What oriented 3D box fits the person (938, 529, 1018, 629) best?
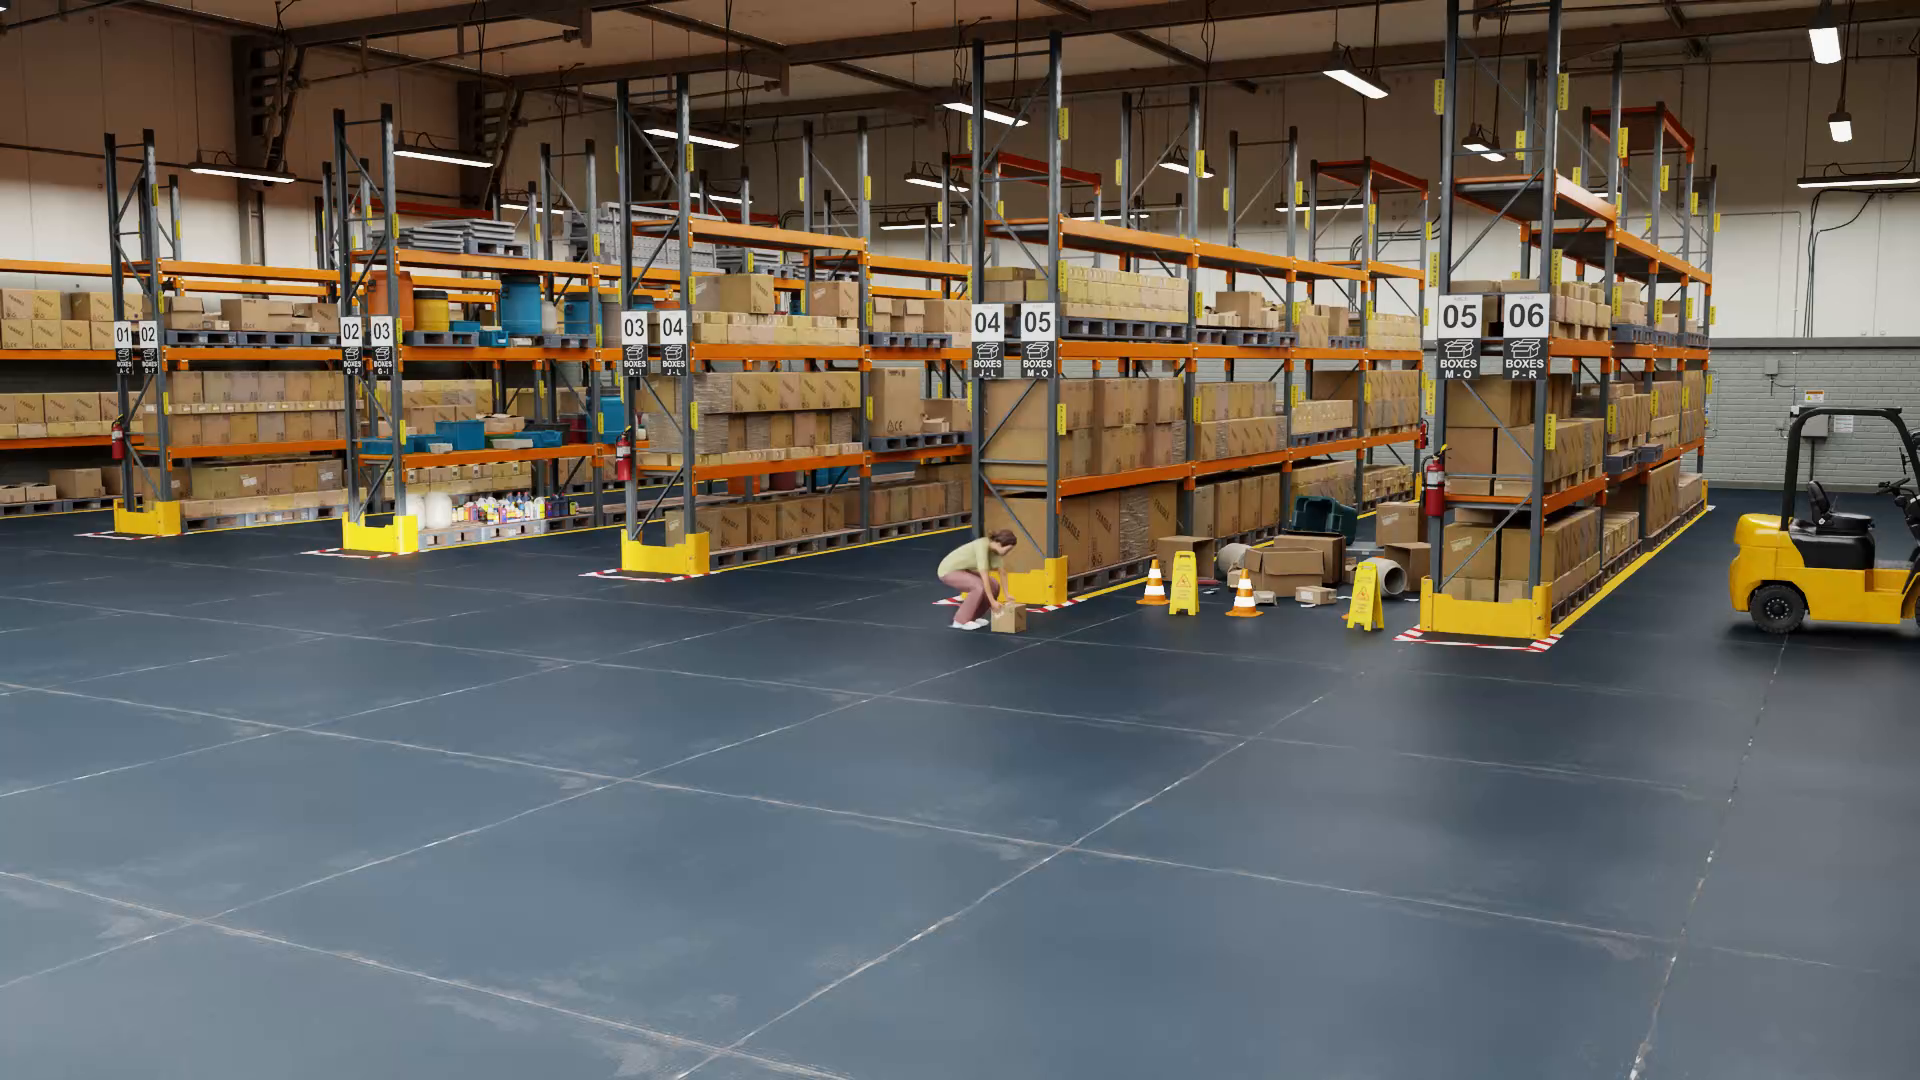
[{"bbox_3d":[0.182,0.369,16.193,0.787,0.974,0.487,3,7,28],"label":"person"}]
